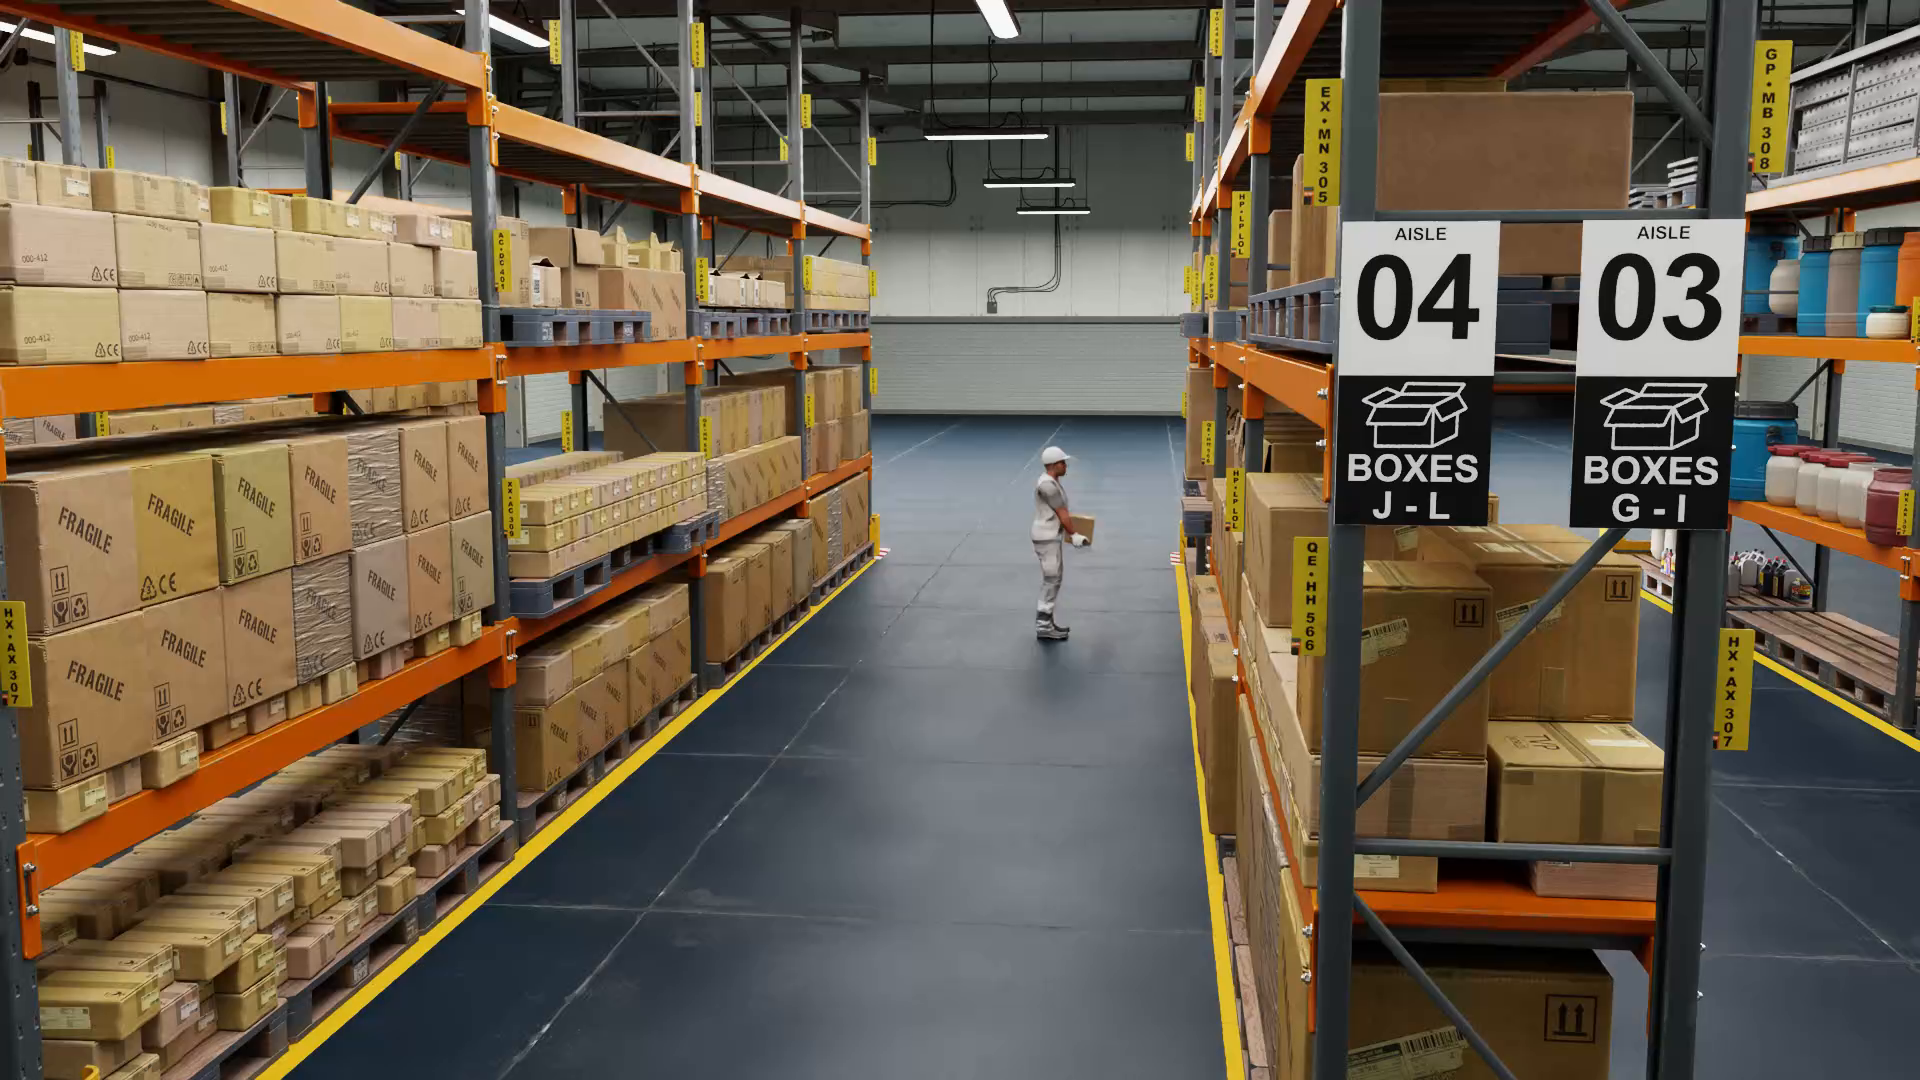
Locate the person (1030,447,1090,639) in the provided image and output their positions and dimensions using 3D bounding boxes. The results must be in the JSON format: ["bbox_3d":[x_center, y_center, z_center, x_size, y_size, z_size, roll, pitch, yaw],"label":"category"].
[{"bbox_3d":[0.940,0.017,15.573,0.560,1.784,0.495,1,8,5],"label":"person"}]
